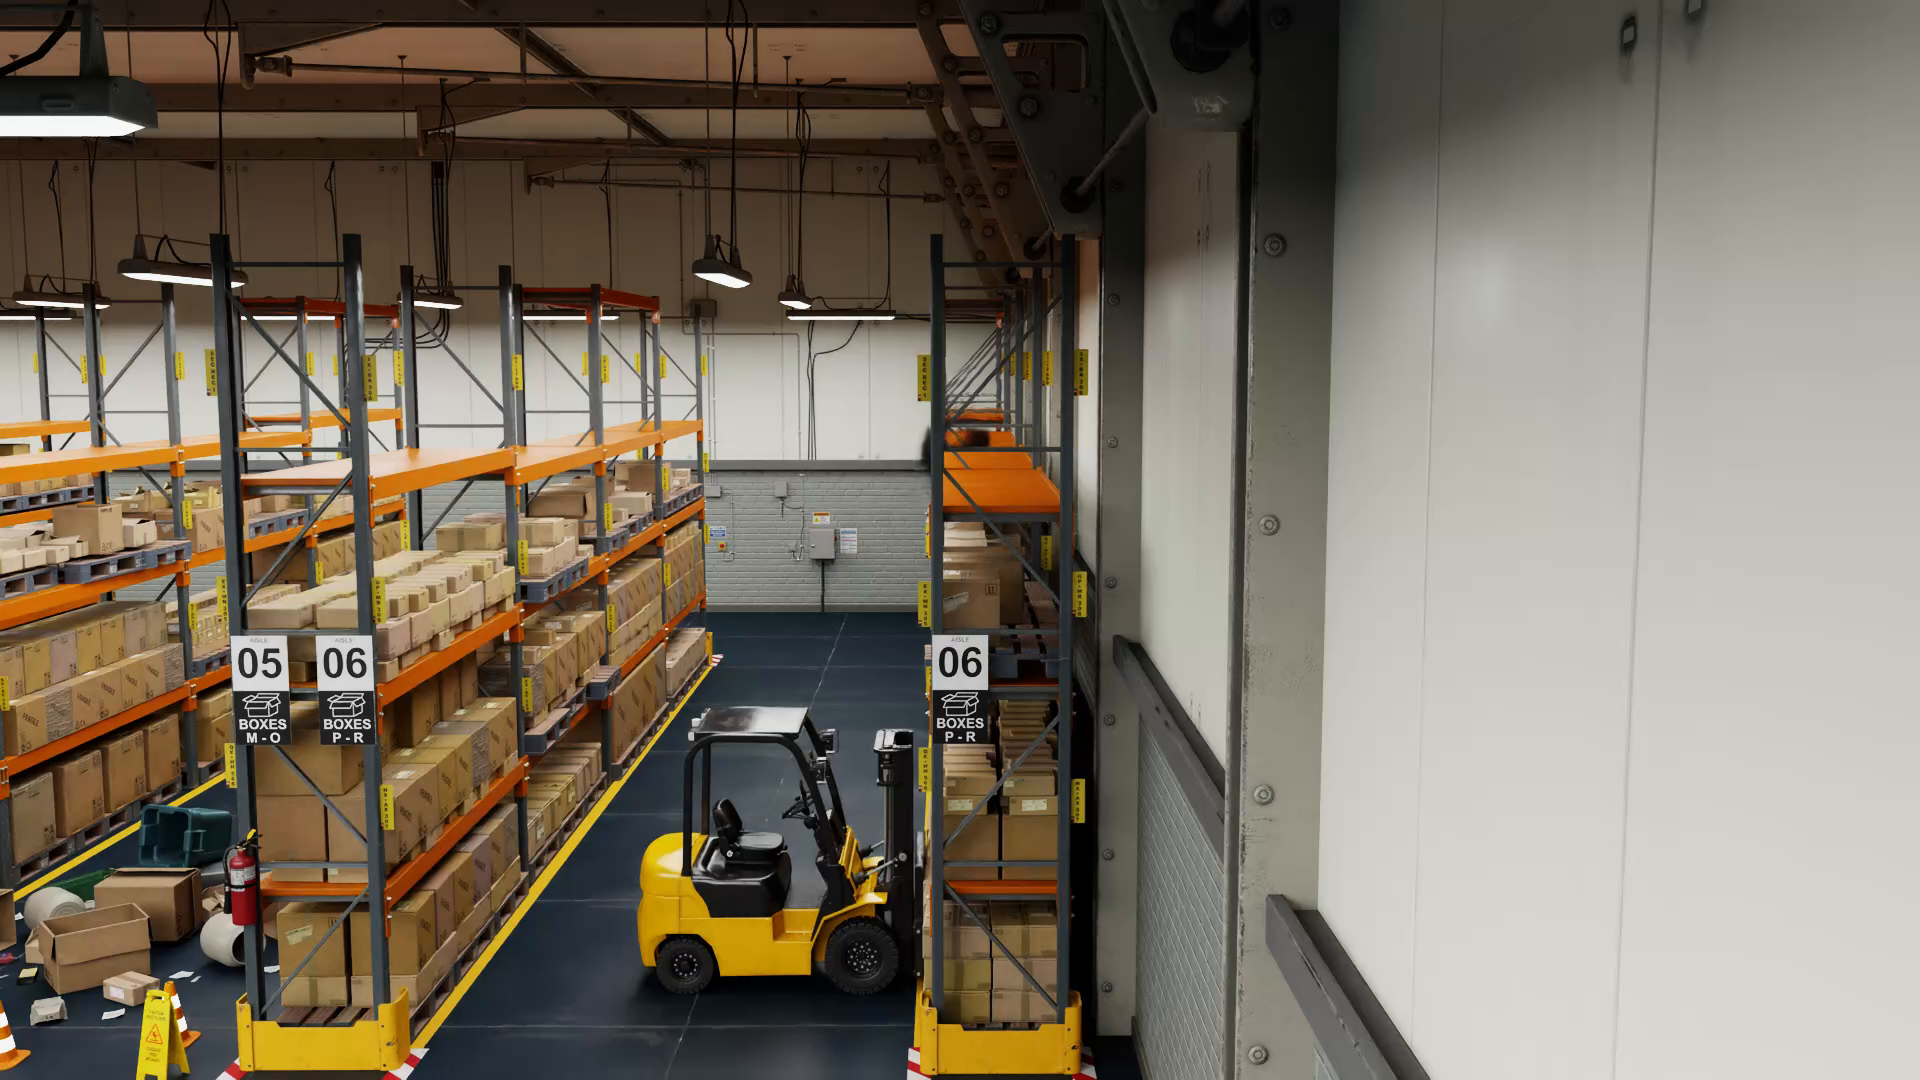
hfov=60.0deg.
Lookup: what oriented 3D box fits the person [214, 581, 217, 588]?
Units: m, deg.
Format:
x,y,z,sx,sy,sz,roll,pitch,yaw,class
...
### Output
x,y,z,sx,sy,sz,roll,pitch,yaw,class
-11.546,1.465,26.077,0.624,1.713,0.645,1,6,8,person
